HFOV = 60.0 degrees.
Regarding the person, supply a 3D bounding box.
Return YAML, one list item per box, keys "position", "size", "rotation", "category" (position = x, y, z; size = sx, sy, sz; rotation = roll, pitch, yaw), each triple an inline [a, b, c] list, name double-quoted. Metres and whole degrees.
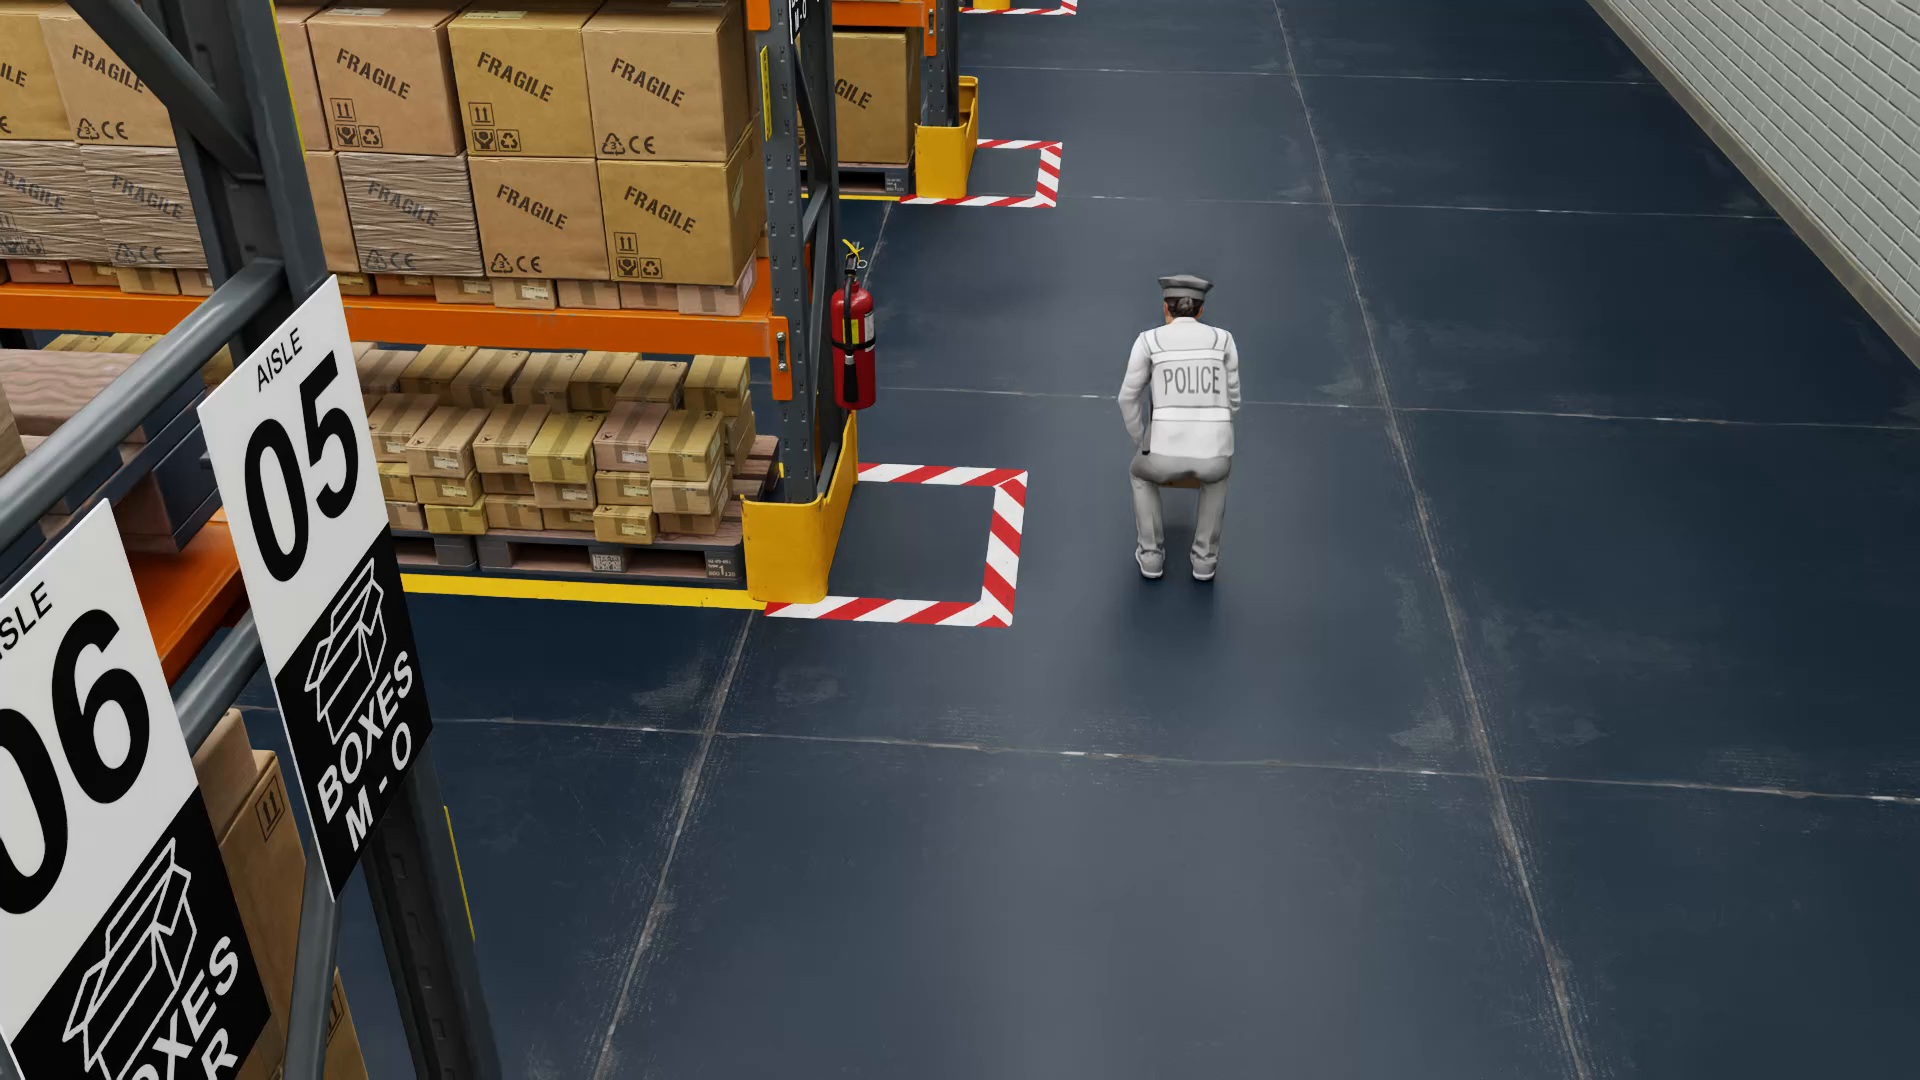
- position: [0.950, -0.473, 7.243]
  size: [0.534, 1.294, 0.749]
  rotation: [3, 32, 4]
  category: "person"
